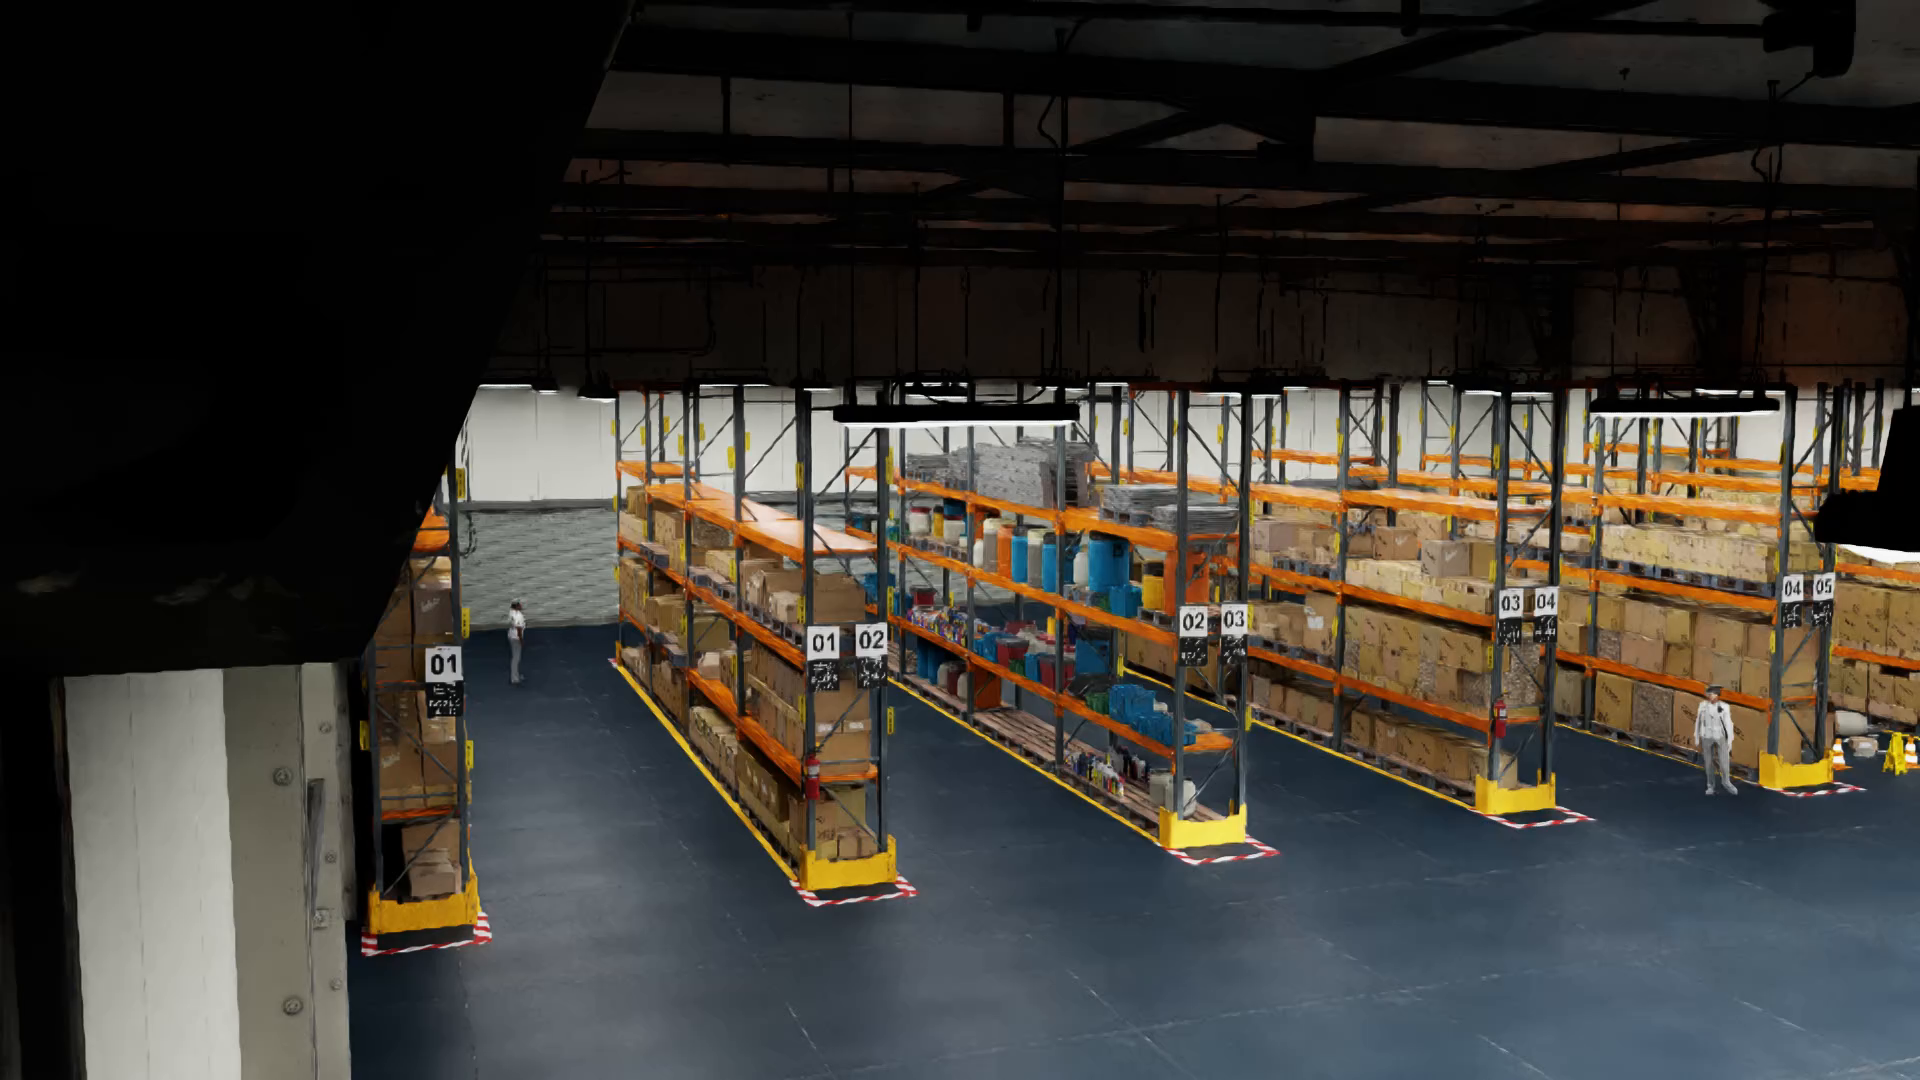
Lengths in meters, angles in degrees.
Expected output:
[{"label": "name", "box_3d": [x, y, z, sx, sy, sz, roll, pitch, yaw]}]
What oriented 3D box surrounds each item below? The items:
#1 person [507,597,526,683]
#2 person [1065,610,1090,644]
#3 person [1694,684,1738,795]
[{"label": "person", "box_3d": [-8.833, 1.978, 33.145, 0.367, 1.688, 0.611, -3, 7, -28]}, {"label": "person", "box_3d": [2.484, 1.858, 34.819, 0.480, 1.565, 1.094, -2, 6, -17]}, {"label": "person", "box_3d": [11.097, 2.921, 24.385, 0.621, 1.659, 0.437, 4, 7, 35]}]
